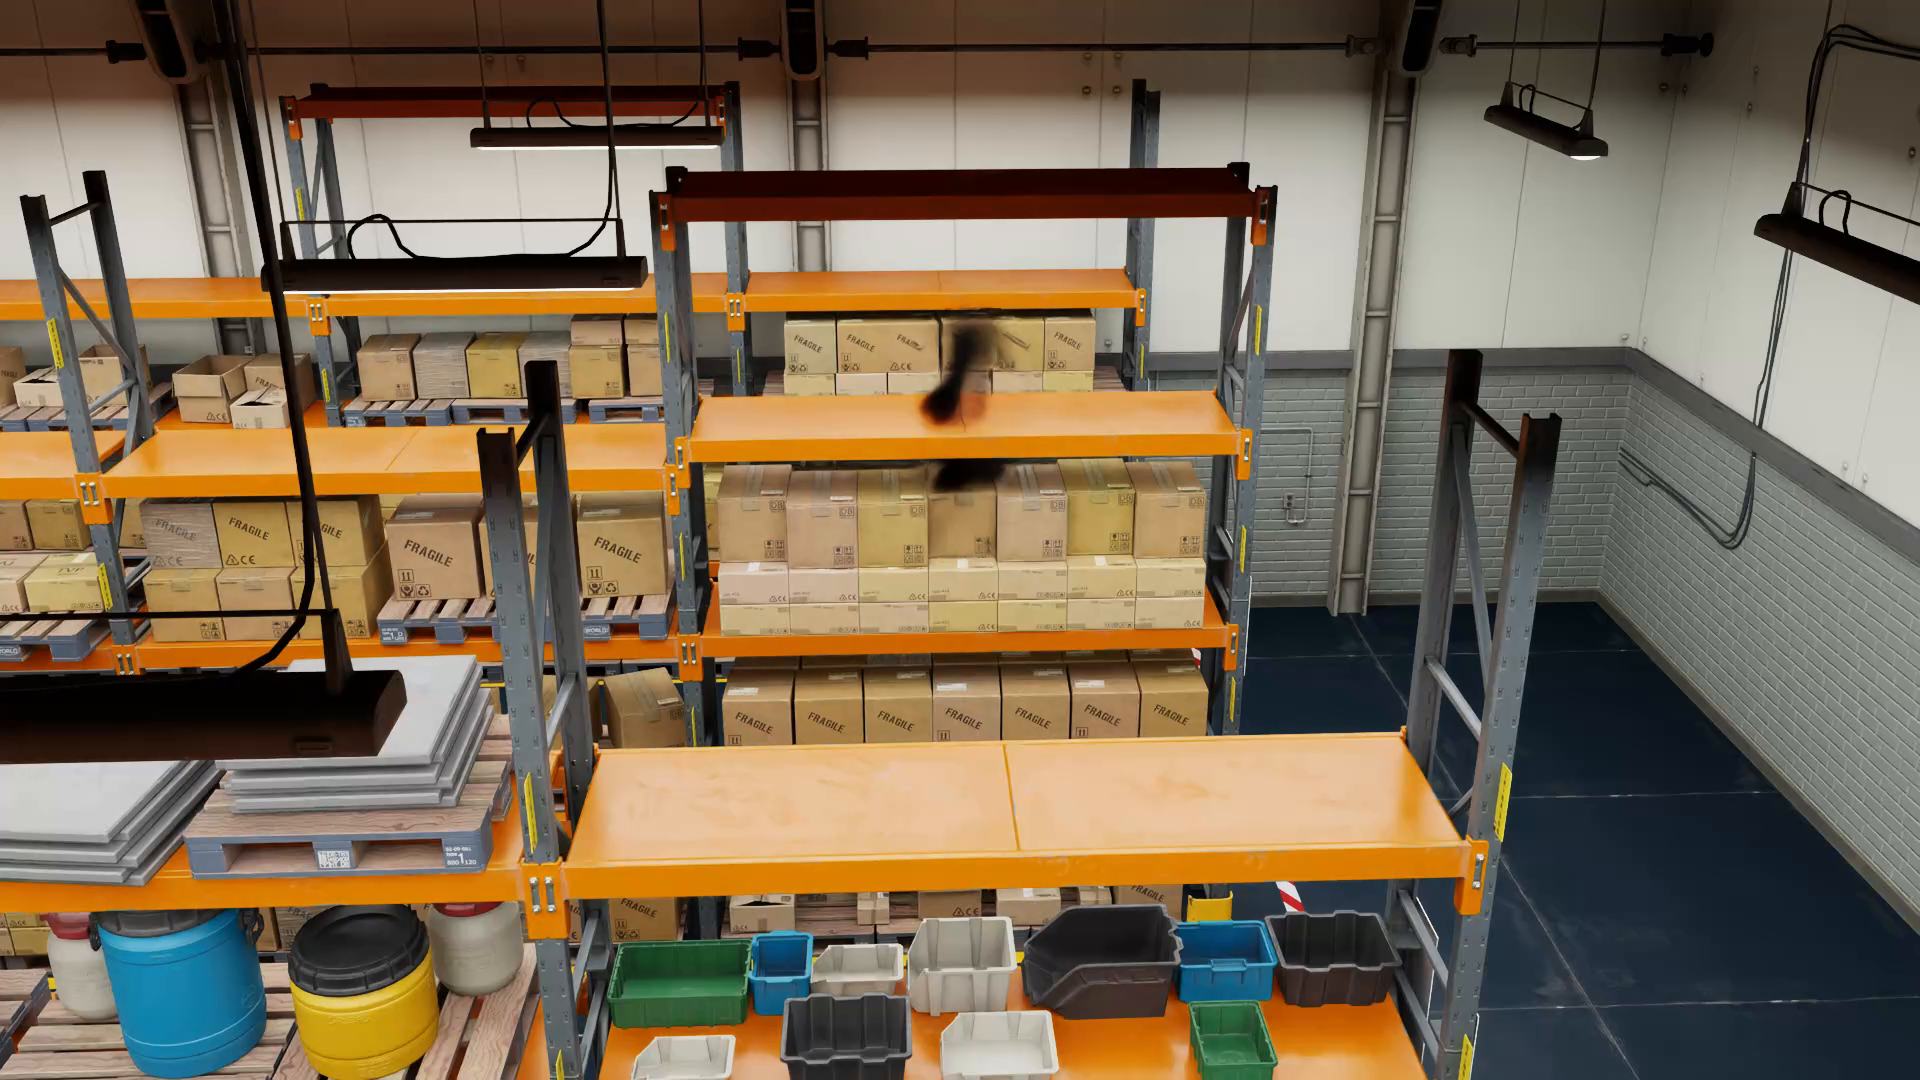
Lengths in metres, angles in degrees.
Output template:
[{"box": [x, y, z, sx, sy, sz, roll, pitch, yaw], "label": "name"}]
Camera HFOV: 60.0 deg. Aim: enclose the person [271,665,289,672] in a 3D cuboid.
[{"box": [-6.251, 1.315, 15.902, 0.662, 1.580, 0.767, 19, 29, 38], "label": "person"}]
